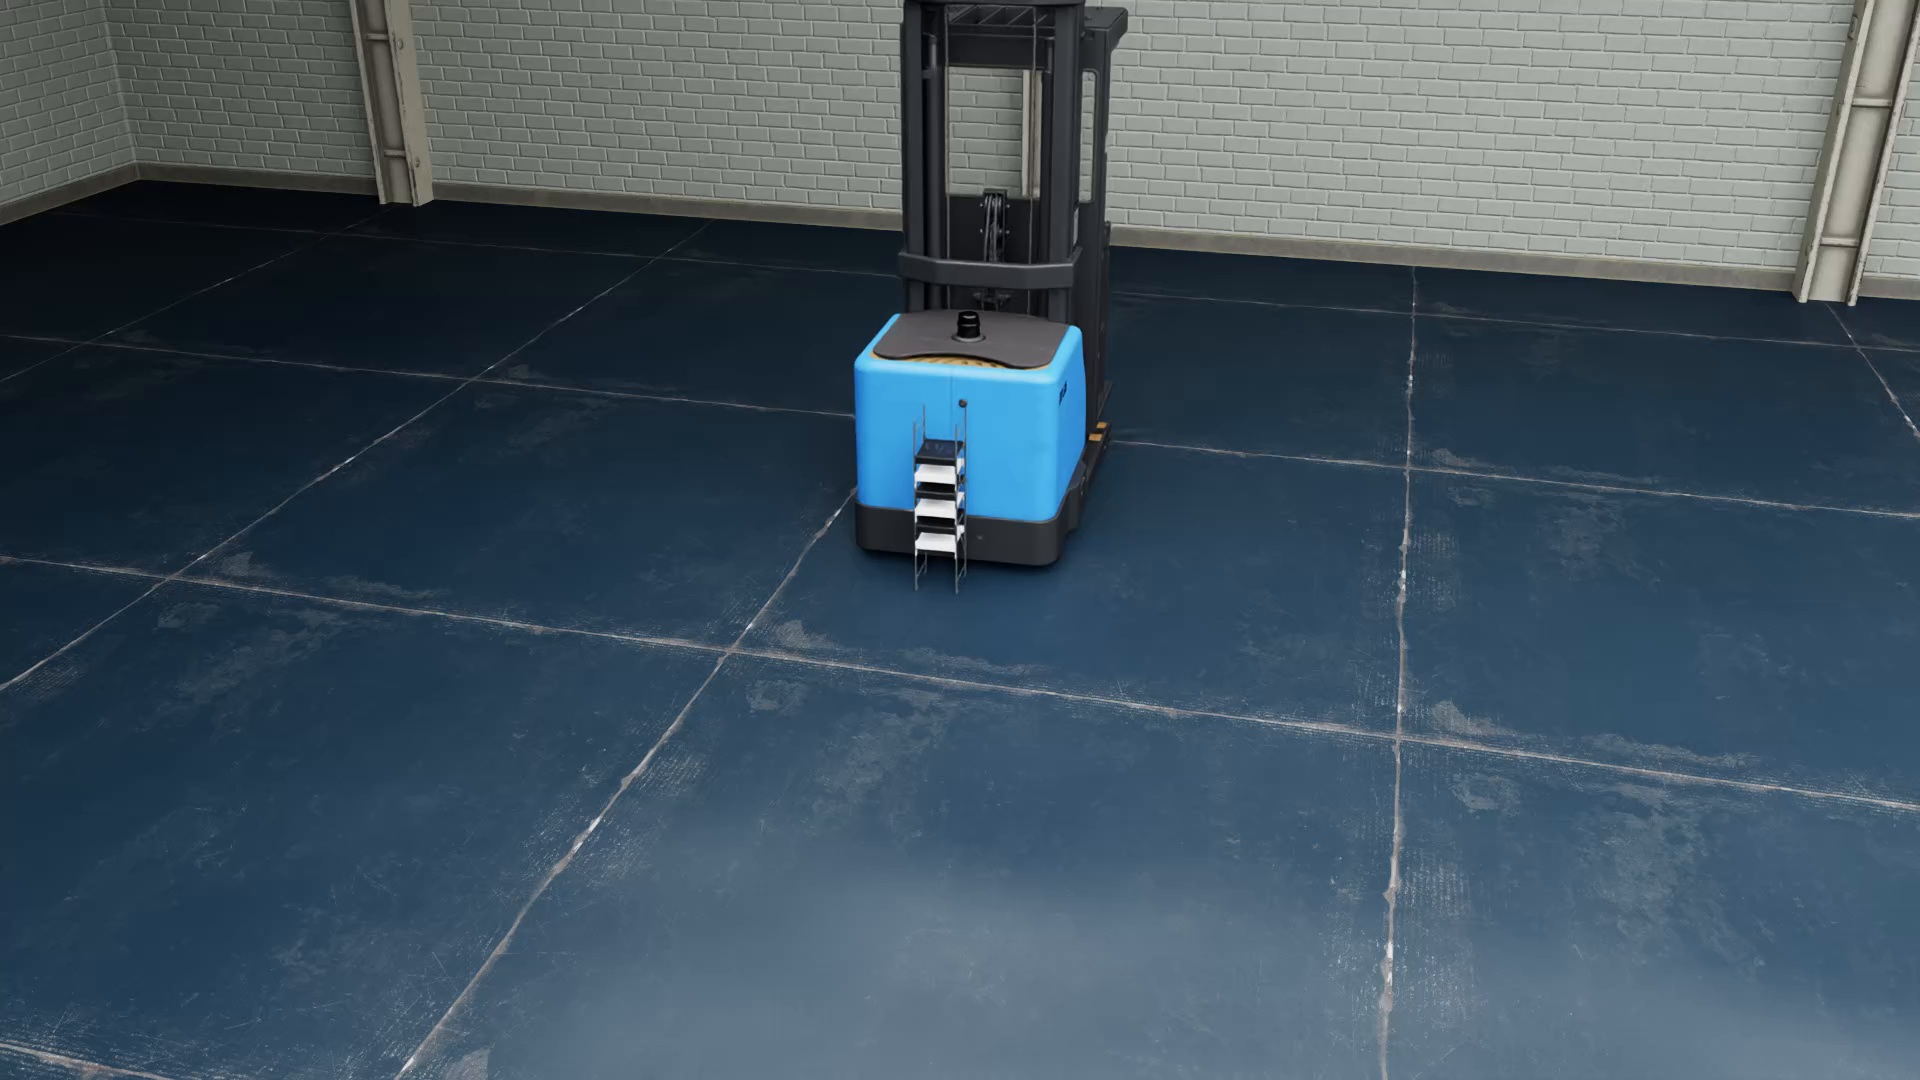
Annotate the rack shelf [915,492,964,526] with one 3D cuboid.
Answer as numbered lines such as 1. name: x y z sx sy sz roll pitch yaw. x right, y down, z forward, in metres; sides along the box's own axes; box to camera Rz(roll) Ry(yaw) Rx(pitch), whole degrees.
1. rack shelf: -0.095 -0.164 8.124 0.200 0.077 0.258 5 26 10

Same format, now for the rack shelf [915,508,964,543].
1. rack shelf: -0.095 -0.082 8.163 0.200 0.077 0.258 5 26 10

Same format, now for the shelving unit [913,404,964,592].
1. shelving unit: -0.098 -0.194 8.110 0.205 0.900 0.258 5 26 10

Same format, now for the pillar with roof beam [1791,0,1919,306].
1. pillar with roof beam: 5.467 -4.105 6.904 0.400 9.000 9.100 6 26 13

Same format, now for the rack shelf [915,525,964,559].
1. rack shelf: -0.095 -0.001 8.202 0.200 0.077 0.258 5 26 10

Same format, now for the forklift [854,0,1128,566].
1. forklift: 0.284 -1.776 9.145 1.129 2.867 3.031 5 26 11

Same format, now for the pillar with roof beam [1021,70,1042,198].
1. pillar with roof beam: -0.344 -4.748 8.253 0.400 9.000 9.100 6 26 13

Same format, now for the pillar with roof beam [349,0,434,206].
1. pillar with roof beam: -6.155 -5.390 9.603 0.400 9.000 9.100 6 26 13

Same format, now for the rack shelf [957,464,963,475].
1. rack shelf: -0.095 -0.340 8.041 0.184 0.015 0.199 5 26 10

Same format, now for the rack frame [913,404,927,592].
1. rack frame: -0.195 -0.202 8.128 0.006 0.900 0.240 5 26 10

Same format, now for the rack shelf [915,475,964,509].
1. rack shelf: -0.095 -0.245 8.086 0.200 0.077 0.258 5 26 10

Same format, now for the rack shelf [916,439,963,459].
1. rack shelf: -0.095 -0.426 7.999 0.190 0.026 0.221 5 26 10
